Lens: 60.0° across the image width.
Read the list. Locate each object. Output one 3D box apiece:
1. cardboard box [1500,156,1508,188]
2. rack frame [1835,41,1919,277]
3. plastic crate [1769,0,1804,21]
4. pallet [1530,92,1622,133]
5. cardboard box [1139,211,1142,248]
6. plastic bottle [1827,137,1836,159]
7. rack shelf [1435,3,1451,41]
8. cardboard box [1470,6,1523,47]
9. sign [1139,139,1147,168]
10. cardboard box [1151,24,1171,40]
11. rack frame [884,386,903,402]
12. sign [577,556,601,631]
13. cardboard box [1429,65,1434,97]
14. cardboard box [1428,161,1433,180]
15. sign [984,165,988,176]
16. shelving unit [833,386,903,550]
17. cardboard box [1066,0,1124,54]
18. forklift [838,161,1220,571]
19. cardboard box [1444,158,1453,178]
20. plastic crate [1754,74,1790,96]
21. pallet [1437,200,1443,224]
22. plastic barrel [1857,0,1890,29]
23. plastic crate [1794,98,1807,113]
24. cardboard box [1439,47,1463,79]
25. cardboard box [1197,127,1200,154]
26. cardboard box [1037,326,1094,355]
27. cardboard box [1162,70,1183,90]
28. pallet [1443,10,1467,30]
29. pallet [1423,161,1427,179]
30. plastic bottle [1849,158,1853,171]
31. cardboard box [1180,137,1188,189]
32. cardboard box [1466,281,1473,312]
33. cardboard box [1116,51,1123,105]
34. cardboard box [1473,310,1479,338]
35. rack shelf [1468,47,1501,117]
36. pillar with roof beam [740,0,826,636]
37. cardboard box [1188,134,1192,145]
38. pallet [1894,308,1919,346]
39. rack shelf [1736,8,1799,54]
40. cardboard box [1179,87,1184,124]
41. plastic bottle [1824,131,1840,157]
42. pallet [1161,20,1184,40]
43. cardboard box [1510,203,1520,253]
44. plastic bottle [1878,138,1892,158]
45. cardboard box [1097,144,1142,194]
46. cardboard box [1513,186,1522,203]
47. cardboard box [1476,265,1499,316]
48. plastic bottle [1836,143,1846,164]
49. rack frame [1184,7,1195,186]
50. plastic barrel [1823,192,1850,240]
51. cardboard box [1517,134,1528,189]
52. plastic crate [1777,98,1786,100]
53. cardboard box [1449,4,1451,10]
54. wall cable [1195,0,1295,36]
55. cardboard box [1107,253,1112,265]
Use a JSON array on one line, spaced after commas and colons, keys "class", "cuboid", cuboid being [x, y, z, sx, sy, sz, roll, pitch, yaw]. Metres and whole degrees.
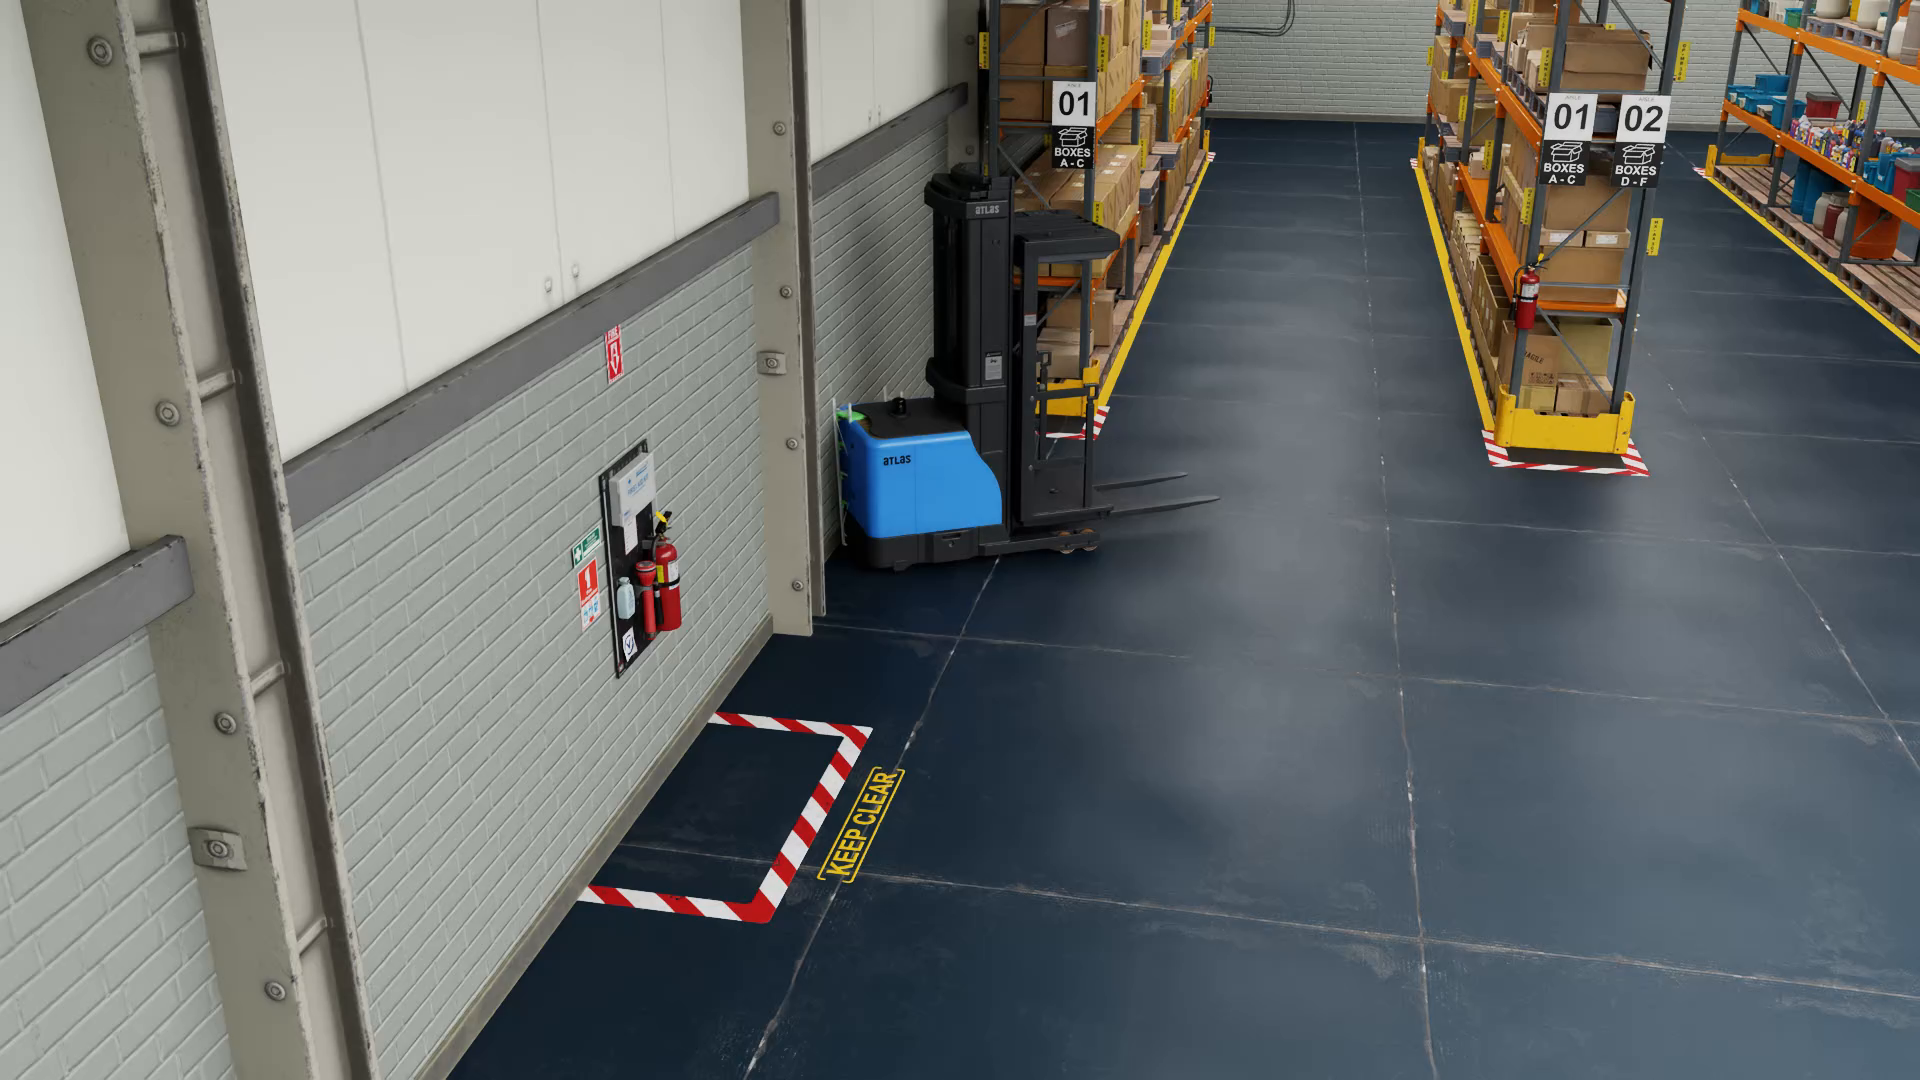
[{"class": "cardboard box", "cuboid": [6.714, -4.278, 19.826, 0.500, 0.500, 0.500, 6, 23, 15]}, {"class": "rack frame", "cuboid": [12.098, -4.843, 21.363, 1.000, 3.000, 0.127, 4, 22, 11]}, {"class": "plastic crate", "cuboid": [12.976, -8.318, 26.136, 0.437, 0.282, 0.530, 4, 22, 11]}, {"class": "pallet", "cuboid": [5.787, -3.903, 15.133, 1.003, 0.211, 1.213, 4, 22, 11]}, {"class": "cardboard box", "cuboid": [2.085, -4.196, 22.514, 0.700, 0.500, 0.500, 4, 22, 11]}, {"class": "plastic bottle", "cuboid": [11.996, -5.387, 22.871, 0.061, 0.283, 0.133, 4, 22, 11]}, {"class": "rack shelf", "cuboid": [8.474, -8.474, 27.327, 1.077, 0.370, 4.000, 4, 22, 11]}, {"class": "cardboard box", "cuboid": [7.306, -6.822, 22.128, 0.910, 0.500, 0.500, 4, 22, 11]}, {"class": "sign", "cuboid": [2.116, -4.498, 19.349, 0.100, 0.325, 0.005, 4, 22, 11]}, {"class": "cardboard box", "cuboid": [2.517, -6.674, 21.986, 0.500, 0.311, 0.500, 4, 22, 11]}, {"class": "rack frame", "cuboid": [-0.502, -0.622, 13.273, 0.015, 1.200, 0.240, -16, 24, -34]}, {"class": "sign", "cuboid": [-1.916, 0.279, 8.599, 0.001, 0.329, 0.234, 4, 22, 11]}, {"class": "cardboard box", "cuboid": [8.534, -8.052, 29.197, 0.500, 0.500, 0.500, 5, 22, 12]}, {"class": "cardboard box", "cuboid": [8.058, -6.146, 27.609, 0.500, 0.311, 0.500, 4, 22, 11]}, {"class": "sign", "cuboid": [0.228, -3.406, 15.822, 0.100, 0.325, 0.005, 4, 22, 11]}, {"class": "shelving unit", "cuboid": [-0.695, -0.565, 13.135, 0.503, 1.200, 0.258, -16, 24, -34]}, {"class": "cardboard box", "cuboid": [1.329, -5.074, 16.422, 0.500, 0.500, 0.500, 5, 22, 12]}, {"class": "forklift", "cuboid": [0.591, -1.433, 12.988, 3.031, 2.935, 1.130, -7, 23, -17]}, {"class": "cardboard box", "cuboid": [7.525, -5.553, 24.880, 0.500, 0.250, 0.500, 5, 22, 11]}, {"class": "plastic crate", "cuboid": [13.845, -7.676, 28.271, 0.616, 0.435, 0.499, 4, 22, 11]}, {"class": "pallet", "cuboid": [7.937, -5.091, 25.712, 1.003, 0.211, 1.213, 4, 22, 11]}, {"class": "plastic barrel", "cuboid": [12.312, -7.152, 22.338, 0.433, 0.535, 0.433, 0, 22, 0]}, {"class": "plastic crate", "cuboid": [13.406, -6.823, 26.358, 0.437, 0.282, 0.530, 4, 22, 11]}, {"class": "cardboard box", "cuboid": [8.121, -7.772, 27.163, 0.500, 0.500, 0.500, 5, 22, 11]}, {"class": "cardboard box", "cuboid": [3.987, -7.296, 30.237, 0.700, 0.500, 0.500, 4, 22, 11]}, {"class": "cardboard box", "cuboid": [1.113, -2.084, 17.523, 0.500, 0.311, 0.500, 6, 23, 15]}, {"class": "cardboard box", "cuboid": [3.050, -6.853, 24.792, 0.500, 0.250, 0.500, 4, 22, 10]}, {"class": "pallet", "cuboid": [7.864, -7.756, 24.833, 1.213, 0.211, 1.003, 4, 22, 11]}, {"class": "pallet", "cuboid": [8.705, -6.535, 29.297, 1.003, 0.211, 1.213, 4, 22, 11]}, {"class": "plastic bottle", "cuboid": [11.805, -4.972, 21.950, 0.097, 0.201, 0.097, 0, 22, 0]}, {"class": "cardboard box", "cuboid": [3.210, -6.011, 26.579, 0.750, 0.750, 0.750, 5, 22, 12]}, {"class": "cardboard box", "cuboid": [6.234, -2.852, 19.539, 0.500, 0.250, 0.500, 4, 22, 10]}, {"class": "cardboard box", "cuboid": [1.327, -4.607, 16.601, 0.500, 0.500, 0.500, 6, 23, 13]}, {"class": "cardboard box", "cuboid": [5.935, -2.349, 18.290, 0.500, 0.250, 0.500, 4, 22, 11]}, {"class": "rack shelf", "cuboid": [6.842, -5.548, 20.062, 1.077, 0.370, 4.000, 4, 22, 11]}, {"class": "pillar with roof beam", "cuboid": [3.053, -3.255, 9.389, 9.100, 9.000, 0.400, 4, 22, 11]}, {"class": "cardboard box", "cuboid": [3.717, -6.774, 28.074, 0.380, 0.149, 0.250, 5, 23, 13]}, {"class": "pallet", "cuboid": [11.404, -2.377, 18.973, 1.003, 0.211, 1.213, 4, 22, 11]}, {"class": "rack shelf", "cuboid": [13.323, -8.095, 26.386, 1.077, 0.370, 4.000, 4, 22, 11]}, {"class": "cardboard box", "cuboid": [3.066, -6.513, 24.952, 0.500, 0.500, 0.500, 5, 22, 12]}, {"class": "plastic bottle", "cuboid": [12.070, -5.474, 22.995, 0.144, 0.351, 0.185, 4, 22, 11]}, {"class": "pallet", "cuboid": [2.479, -7.142, 23.308, 1.213, 0.211, 1.003, 6, 23, 13]}, {"class": "cardboard box", "cuboid": [6.142, -3.266, 17.314, 0.700, 0.500, 0.500, 5, 22, 12]}, {"class": "plastic bottle", "cuboid": [12.786, -5.426, 22.978, 0.152, 0.276, 0.135, 4, 22, 11]}, {"class": "cardboard box", "cuboid": [1.790, -4.226, 19.003, 0.500, 0.500, 0.500, 4, 22, 11]}, {"class": "cardboard box", "cuboid": [5.930, -3.551, 17.154, 0.380, 0.149, 0.250, 4, 22, 9]}, {"class": "cardboard box", "cuboid": [5.938, -2.697, 18.150, 0.500, 0.500, 0.500, 4, 22, 11]}, {"class": "plastic bottle", "cuboid": [11.931, -5.231, 22.500, 0.097, 0.271, 0.097, 0, 22, 0]}, {"class": "rack frame", "cuboid": [3.216, -7.061, 26.871, 1.000, 3.000, 0.127, 4, 22, 11]}, {"class": "plastic barrel", "cuboid": [12.412, -4.512, 23.208, 0.600, 0.588, 0.708, 4, 22, 11]}, {"class": "cardboard box", "cuboid": [6.145, -3.876, 17.093, 0.700, 0.500, 0.500, 4, 22, 11]}, {"class": "plastic crate", "cuboid": [13.668, -7.257, 27.631, 0.396, 0.136, 0.243, 4, 22, 11]}, {"class": "cardboard box", "cuboid": [8.017, -8.387, 26.348, 0.500, 0.250, 0.500, 4, 22, 11]}, {"class": "wall cable", "cuboid": [5.536, -11.908, 35.031, 3.097, 2.526, 0.112, 4, 22, 11]}, {"class": "cardboard box", "cuboid": [1.270, -2.957, 16.856, 0.500, 0.250, 0.500, 4, 22, 9]}]
